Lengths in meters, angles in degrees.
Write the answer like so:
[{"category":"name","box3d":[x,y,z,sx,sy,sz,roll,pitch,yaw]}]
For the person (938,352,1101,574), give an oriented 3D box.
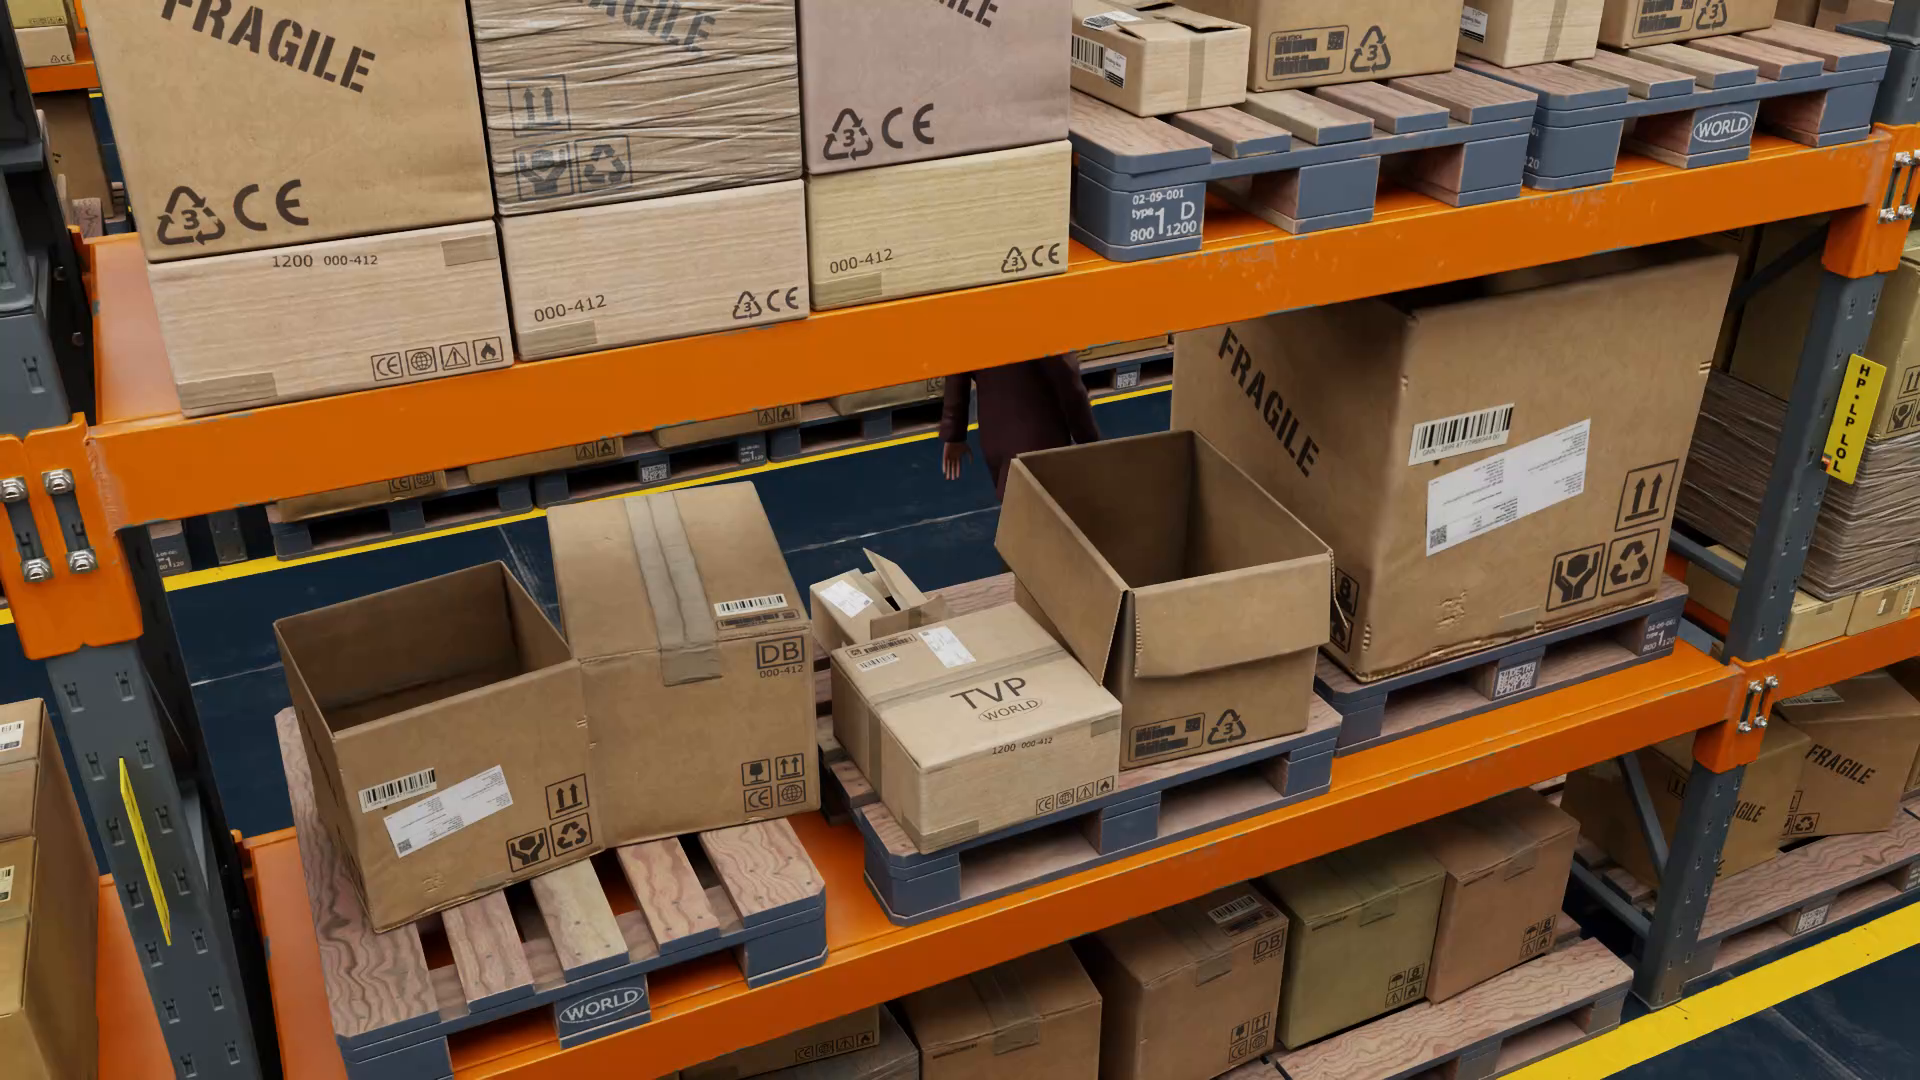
[{"category":"person","box3d":[0.341,-0.461,7.016,0.627,1.758,1.047,21,35,33]}]
